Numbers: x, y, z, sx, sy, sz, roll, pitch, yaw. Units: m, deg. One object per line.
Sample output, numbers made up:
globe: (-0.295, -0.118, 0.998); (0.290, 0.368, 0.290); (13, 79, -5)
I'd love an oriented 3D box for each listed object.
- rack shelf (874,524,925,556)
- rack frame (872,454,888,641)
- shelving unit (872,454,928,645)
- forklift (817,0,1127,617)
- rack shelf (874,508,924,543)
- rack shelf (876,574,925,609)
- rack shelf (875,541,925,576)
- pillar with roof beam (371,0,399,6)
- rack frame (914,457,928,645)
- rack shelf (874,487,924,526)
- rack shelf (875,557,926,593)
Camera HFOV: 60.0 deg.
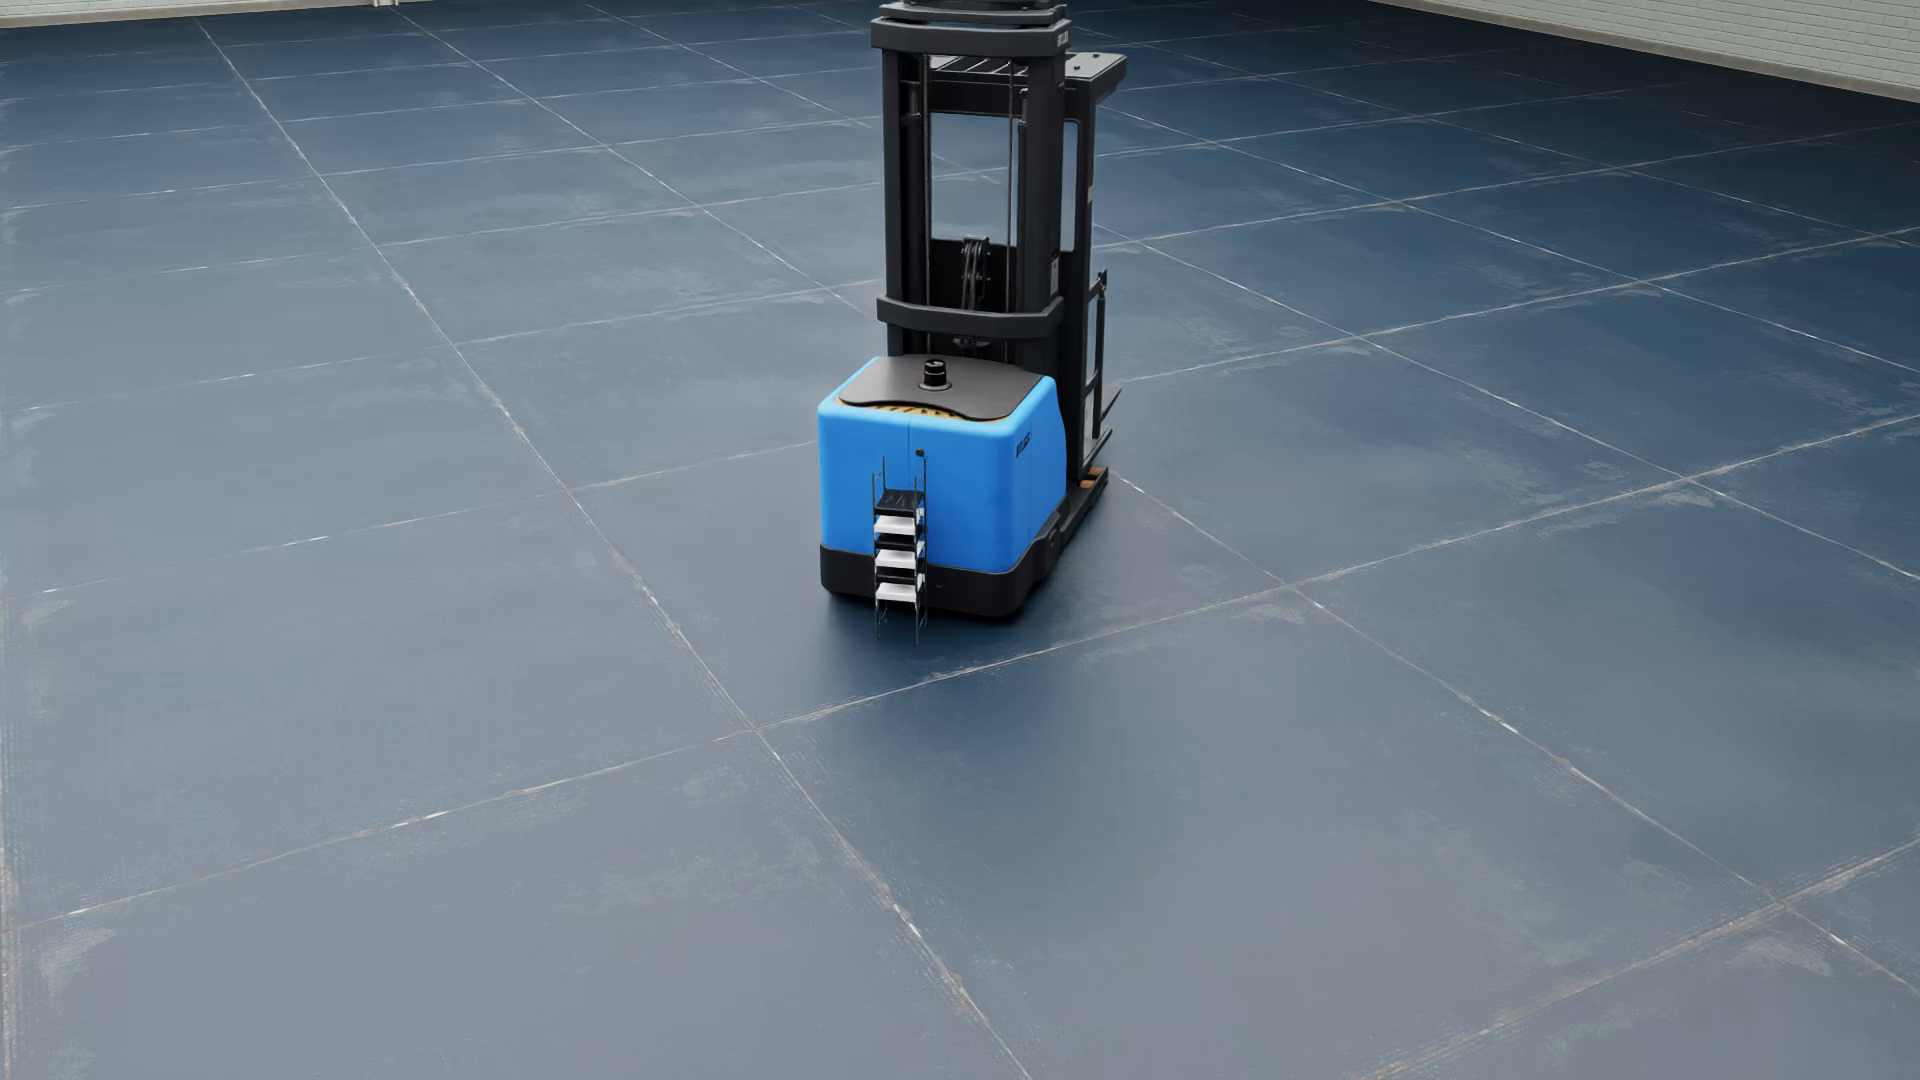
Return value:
rack shelf: (-0.289, -0.001, 8.080); (0.200, 0.077, 0.258); (5, 26, 10)
rack frame: (-0.389, 0.042, 8.122); (0.006, 0.900, 0.240); (5, 26, 10)
shelving unit: (-0.289, 0.051, 8.105); (0.210, 0.900, 0.258); (5, 26, 10)
forklift: (0.239, -1.553, 9.099); (1.130, 2.935, 3.031); (8, 27, 17)
rack shelf: (-0.289, -0.082, 8.041); (0.200, 0.077, 0.258); (5, 26, 10)
rack shelf: (-0.289, 0.243, 8.197); (0.200, 0.077, 0.258); (5, 26, 10)
rack shelf: (-0.289, 0.081, 8.119); (0.200, 0.077, 0.258); (5, 26, 10)
pillar with roof beam: (-7.691, -11.459, 22.720); (0.400, 9.000, 9.100); (-13, 29, -25)
rack frame: (-0.189, 0.059, 8.088); (0.006, 0.900, 0.240); (5, 26, 10)
rack shelf: (-0.289, -0.163, 8.002); (0.200, 0.077, 0.258); (5, 26, 10)
rack shelf: (-0.289, 0.162, 8.158); (0.200, 0.077, 0.258); (5, 26, 10)
